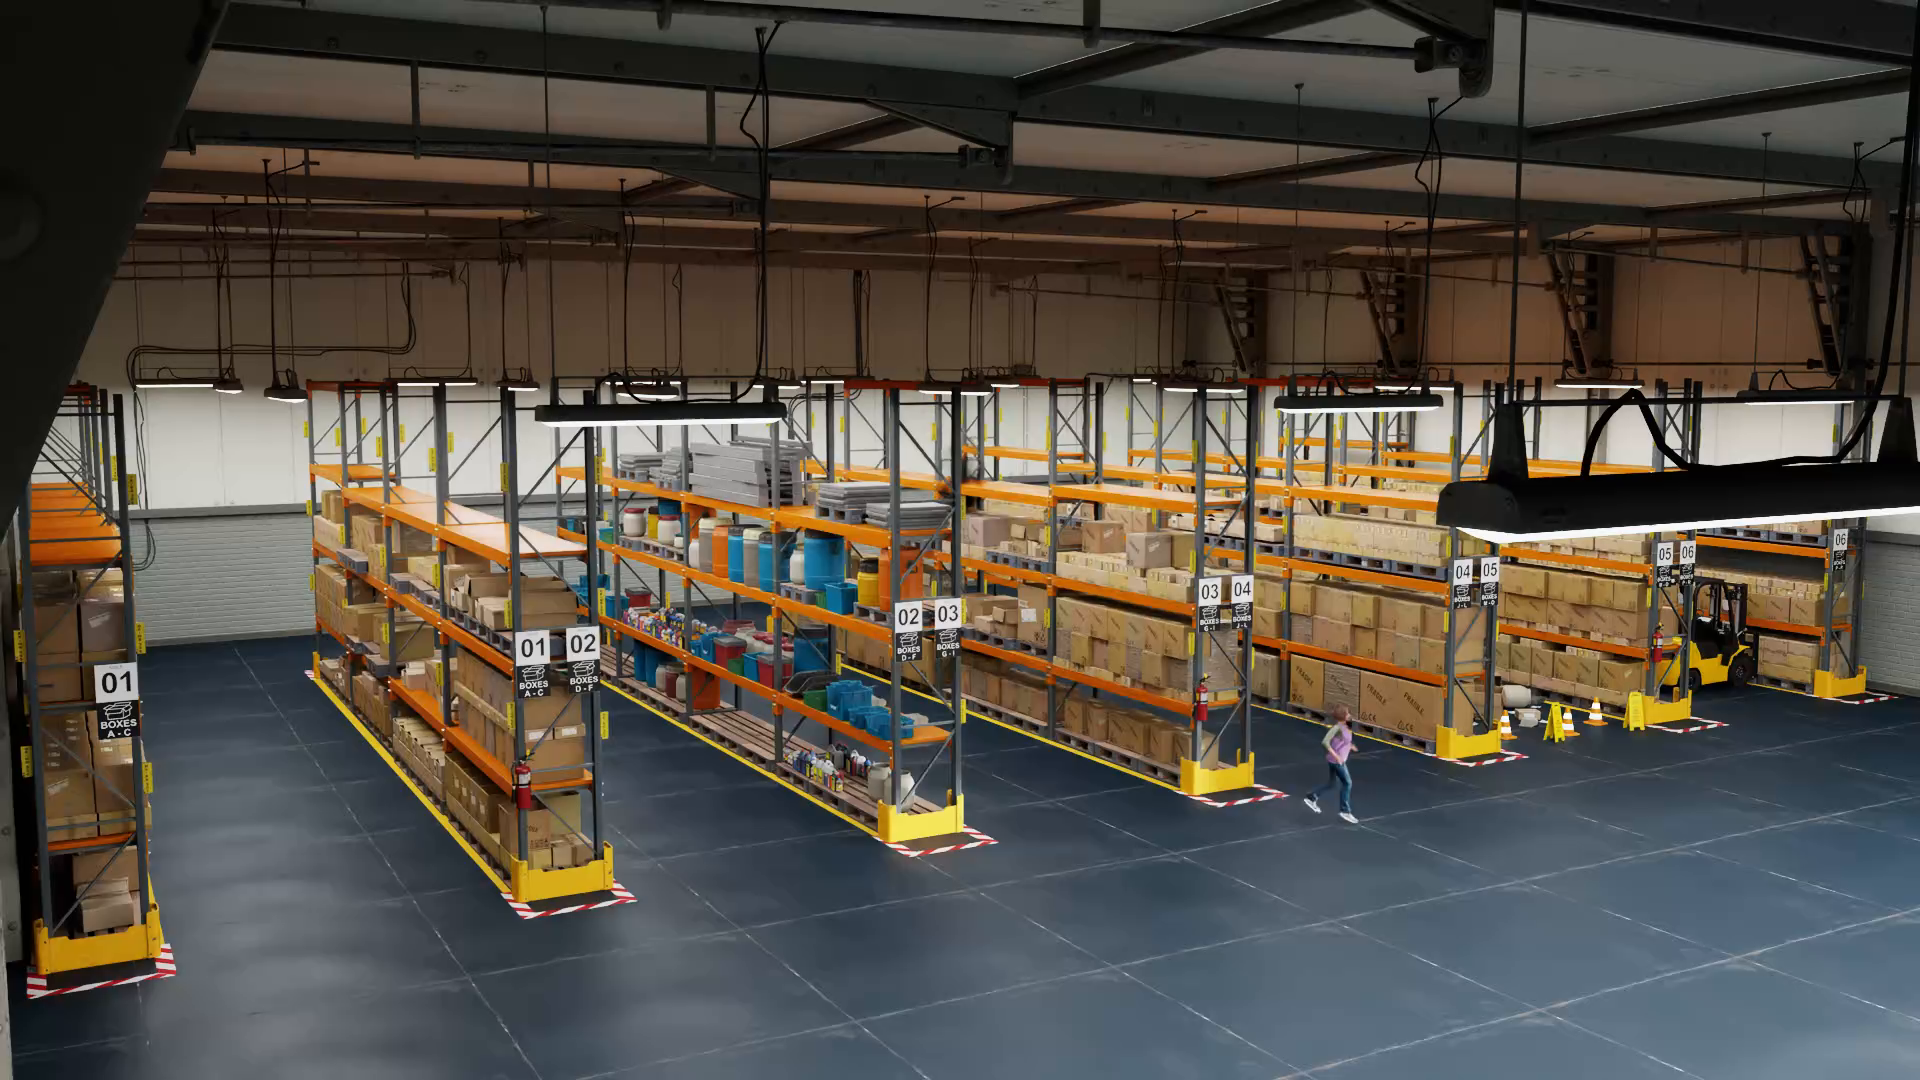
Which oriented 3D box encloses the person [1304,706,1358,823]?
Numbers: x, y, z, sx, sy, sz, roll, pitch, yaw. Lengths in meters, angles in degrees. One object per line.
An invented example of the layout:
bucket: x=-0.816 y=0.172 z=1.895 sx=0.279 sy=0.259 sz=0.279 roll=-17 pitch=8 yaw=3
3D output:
person: x=5.162 y=3.090 z=23.073 sx=0.755 sy=1.628 sz=0.531 roll=2 pitch=6 yaw=18

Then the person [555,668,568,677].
person: x=-7.000 y=2.316 z=29.446 sx=0.633 sy=1.741 sz=0.620 roll=-5 pitch=8 yaw=-40
